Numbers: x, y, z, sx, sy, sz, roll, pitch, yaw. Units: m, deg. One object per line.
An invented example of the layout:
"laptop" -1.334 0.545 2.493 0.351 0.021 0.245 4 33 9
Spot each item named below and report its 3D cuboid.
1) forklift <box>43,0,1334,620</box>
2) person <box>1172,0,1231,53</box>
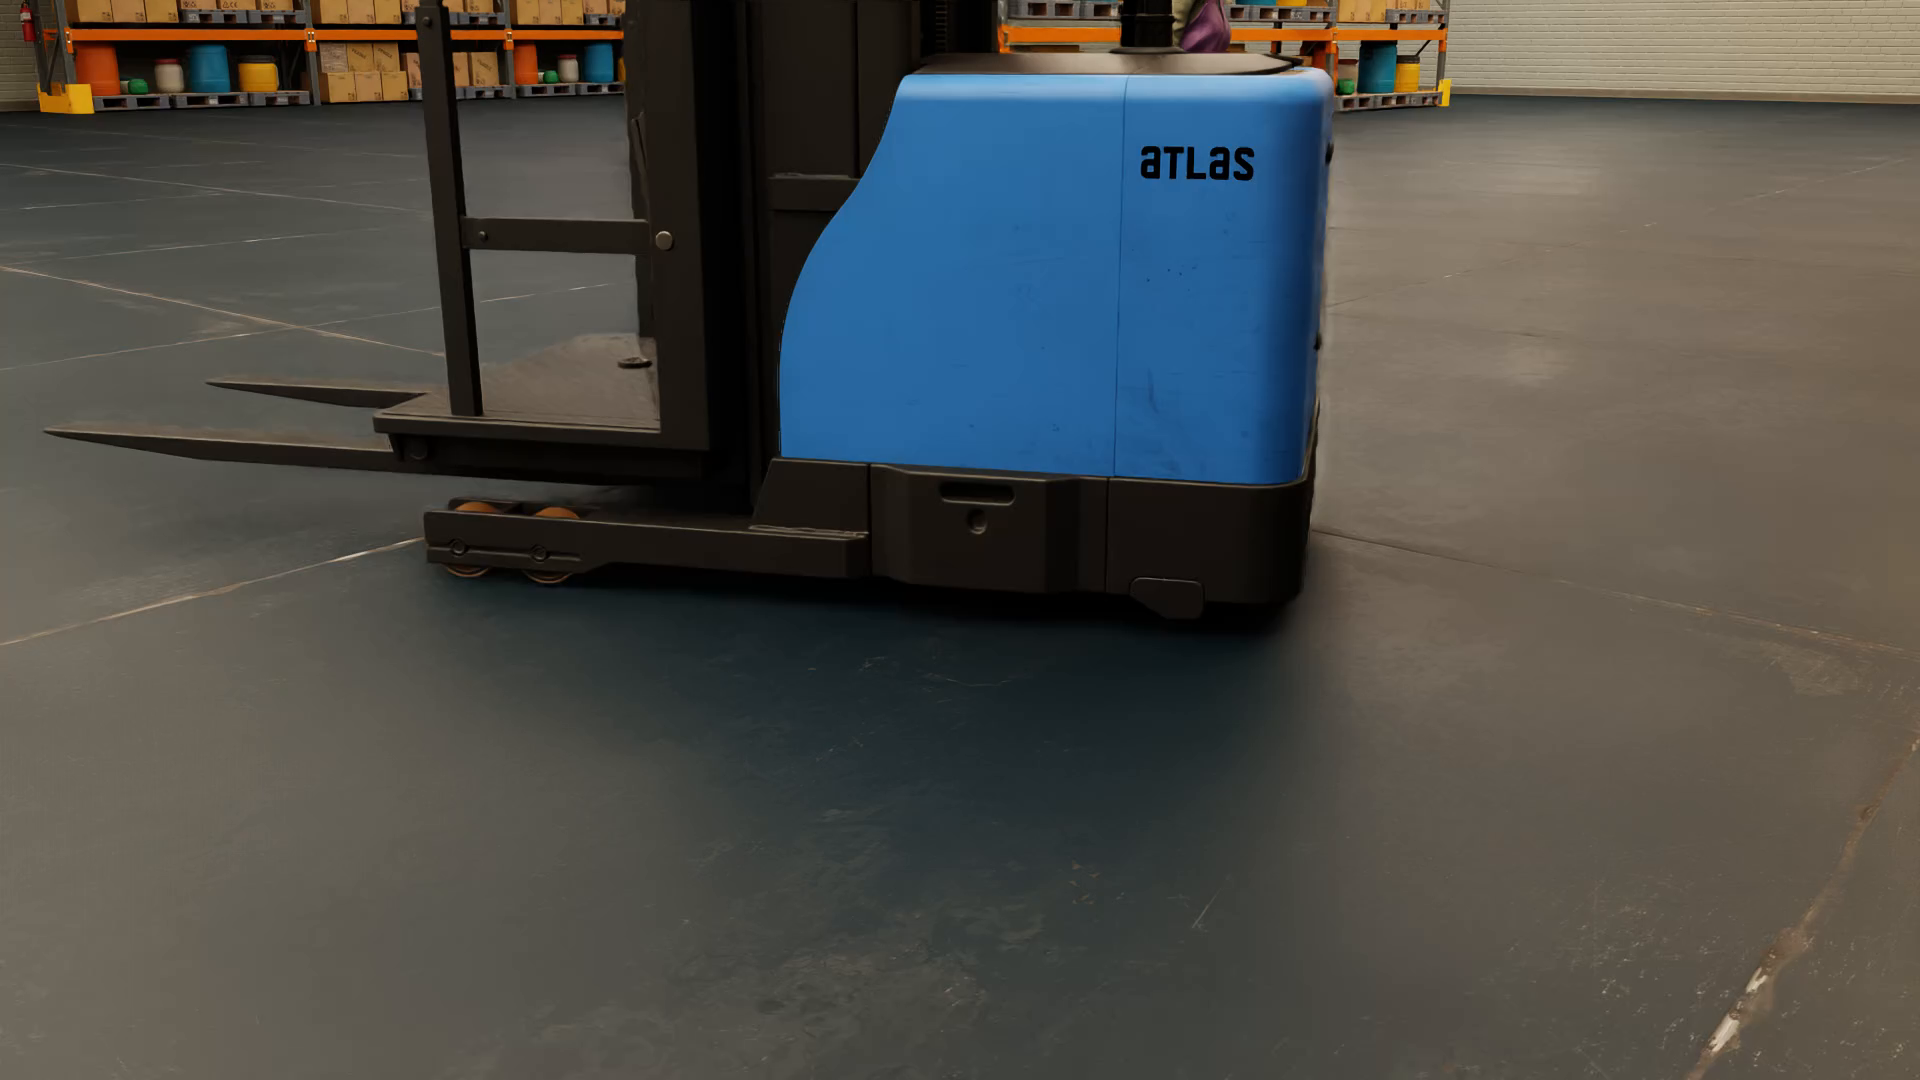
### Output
"forklift" -0.692 -1.450 3.671 3.031 2.935 1.130 4 17 13
"person" 0.794 -1.350 5.685 0.371 1.572 0.523 6 18 18
